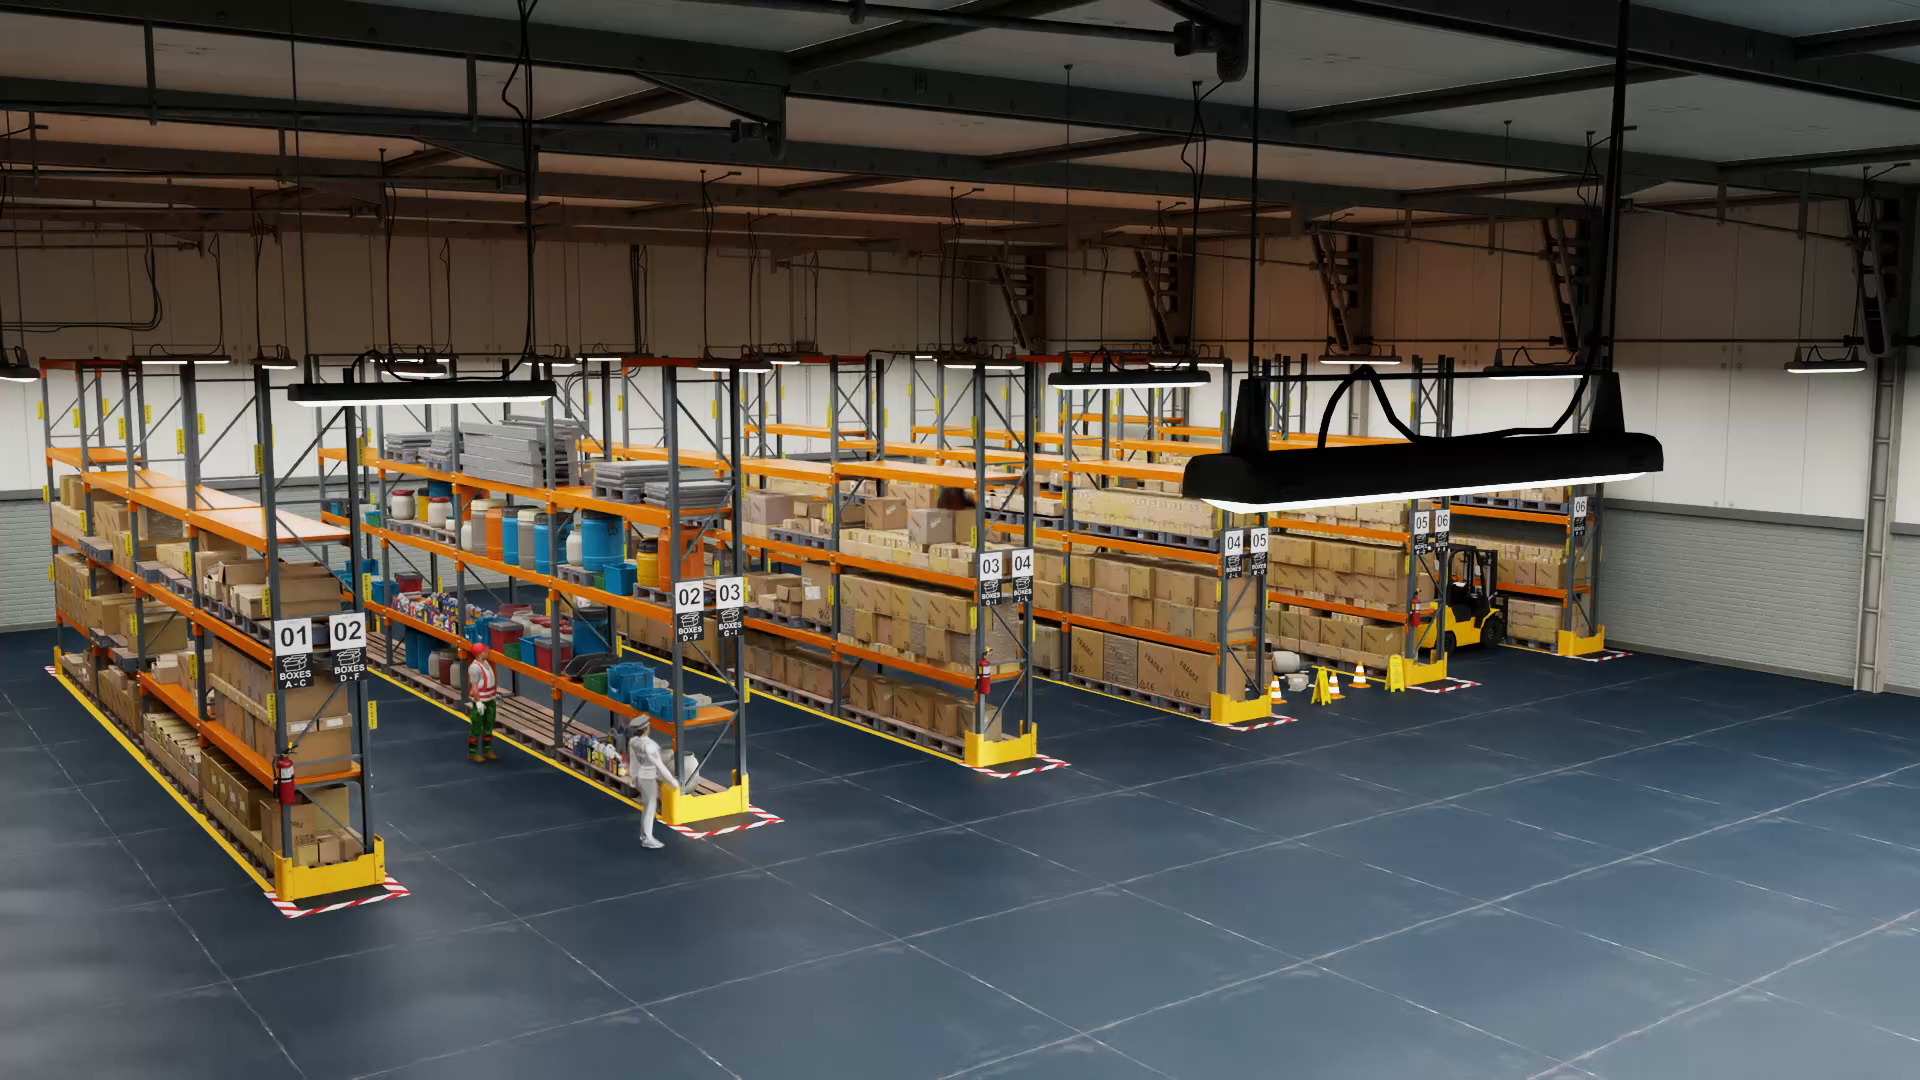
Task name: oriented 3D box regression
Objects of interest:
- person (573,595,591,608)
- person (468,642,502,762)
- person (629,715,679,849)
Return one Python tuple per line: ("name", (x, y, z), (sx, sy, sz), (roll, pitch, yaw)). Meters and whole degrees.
("person", (-7.362, 1.590, 32.593), (0.505, 1.704, 0.462), (-3, 7, -23))
("person", (-7.193, 2.425, 25.115), (0.358, 1.798, 0.603), (3, 7, 22))
("person", (-3.838, 3.027, 20.827), (0.593, 1.724, 0.549), (-2, 7, -17))
